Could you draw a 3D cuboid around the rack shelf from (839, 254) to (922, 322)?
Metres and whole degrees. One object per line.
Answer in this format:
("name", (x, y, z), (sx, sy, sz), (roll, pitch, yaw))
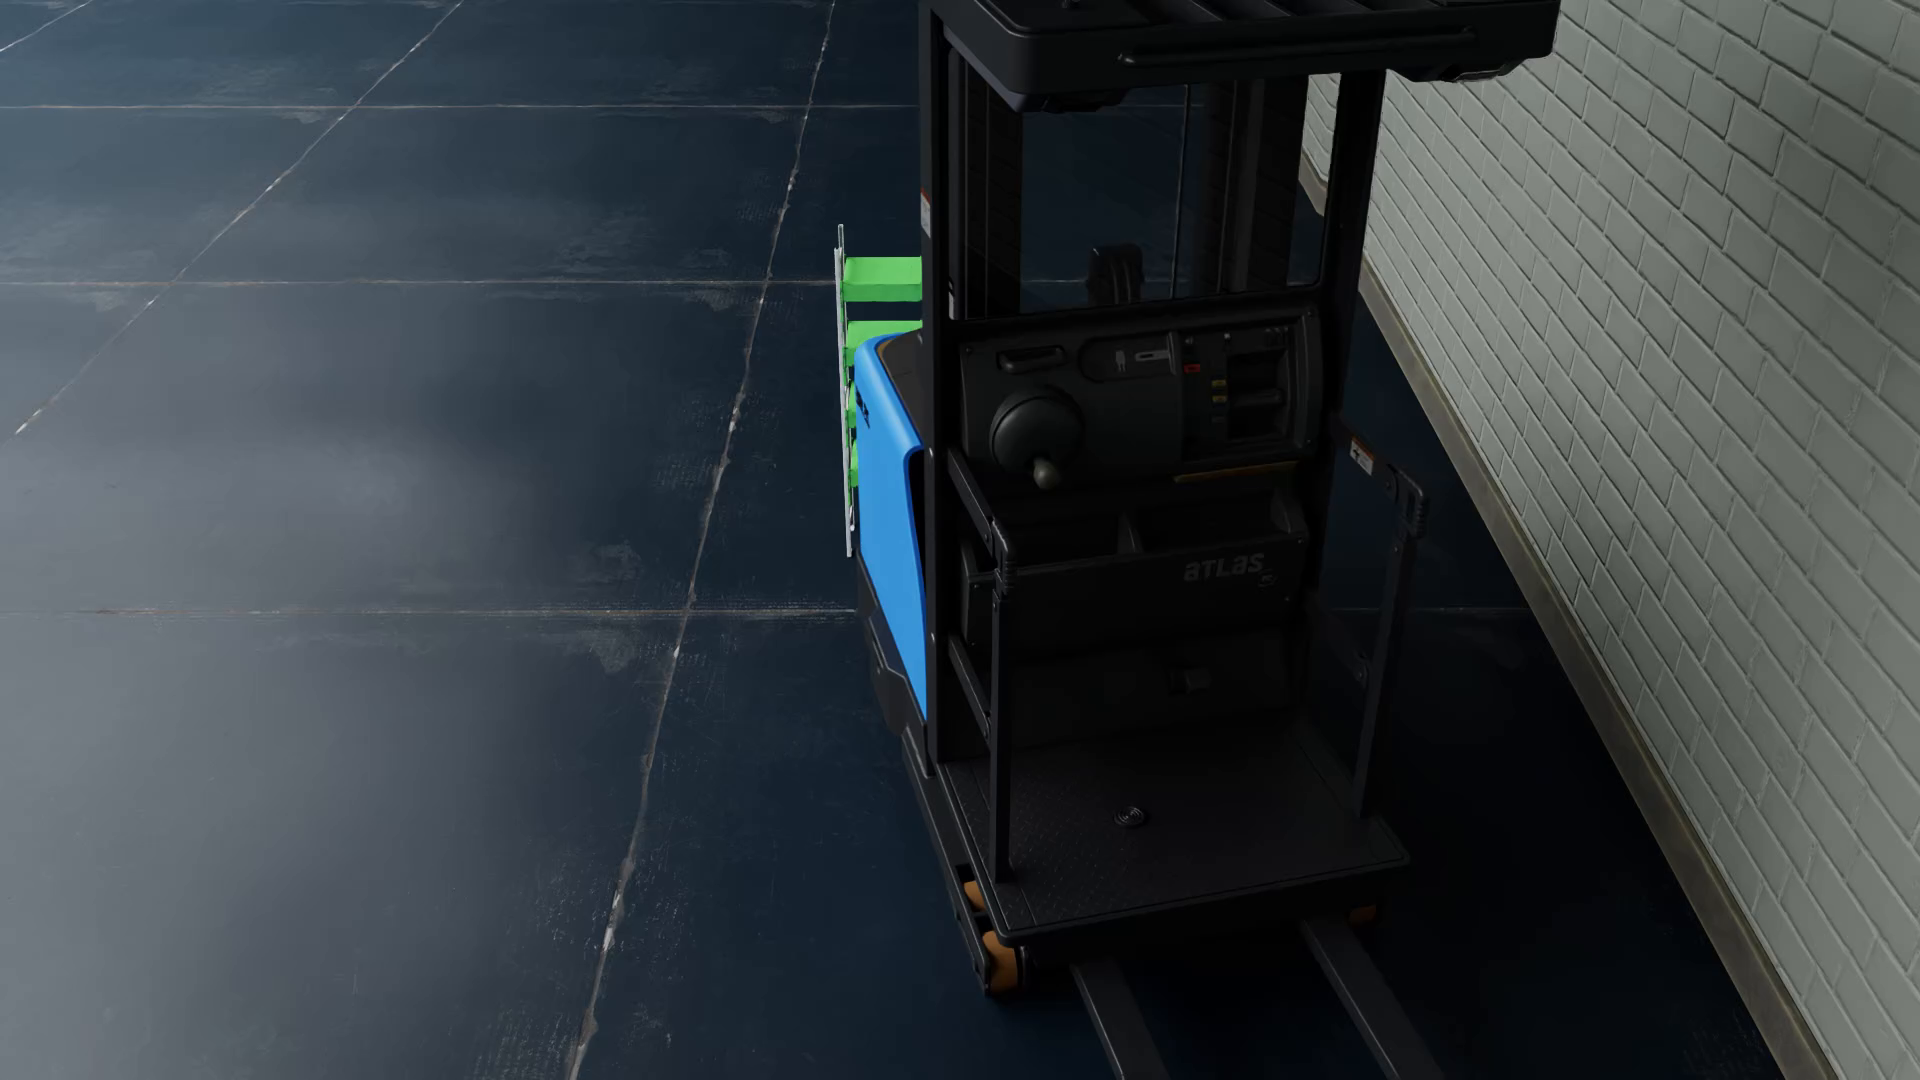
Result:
("rack shelf", (-0.166, -0.868, 5.722), (0.480, 0.148, 0.258), (0, 31, 0))

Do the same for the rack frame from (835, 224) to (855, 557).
("rack frame", (-0.410, -0.512, 5.937), (0.015, 1.200, 0.240), (0, 31, 0))

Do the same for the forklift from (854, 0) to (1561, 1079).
("forklift", (0.510, -0.301, 3.920), (1.130, 2.935, 3.031), (-8, 32, -12))

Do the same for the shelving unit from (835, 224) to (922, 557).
("shelving unit", (-0.166, -0.512, 5.938), (0.503, 1.200, 0.258), (0, 31, 0))

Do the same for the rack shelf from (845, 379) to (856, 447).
("rack shelf", (-0.166, -0.458, 5.971), (0.480, 0.148, 0.258), (0, 31, 0))

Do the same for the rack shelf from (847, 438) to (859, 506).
("rack shelf", (-0.166, -0.253, 6.096), (0.480, 0.148, 0.258), (0, 31, 0))

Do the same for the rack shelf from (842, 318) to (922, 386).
("rack shelf", (-0.166, -0.663, 5.847), (0.480, 0.148, 0.258), (0, 31, 0))
